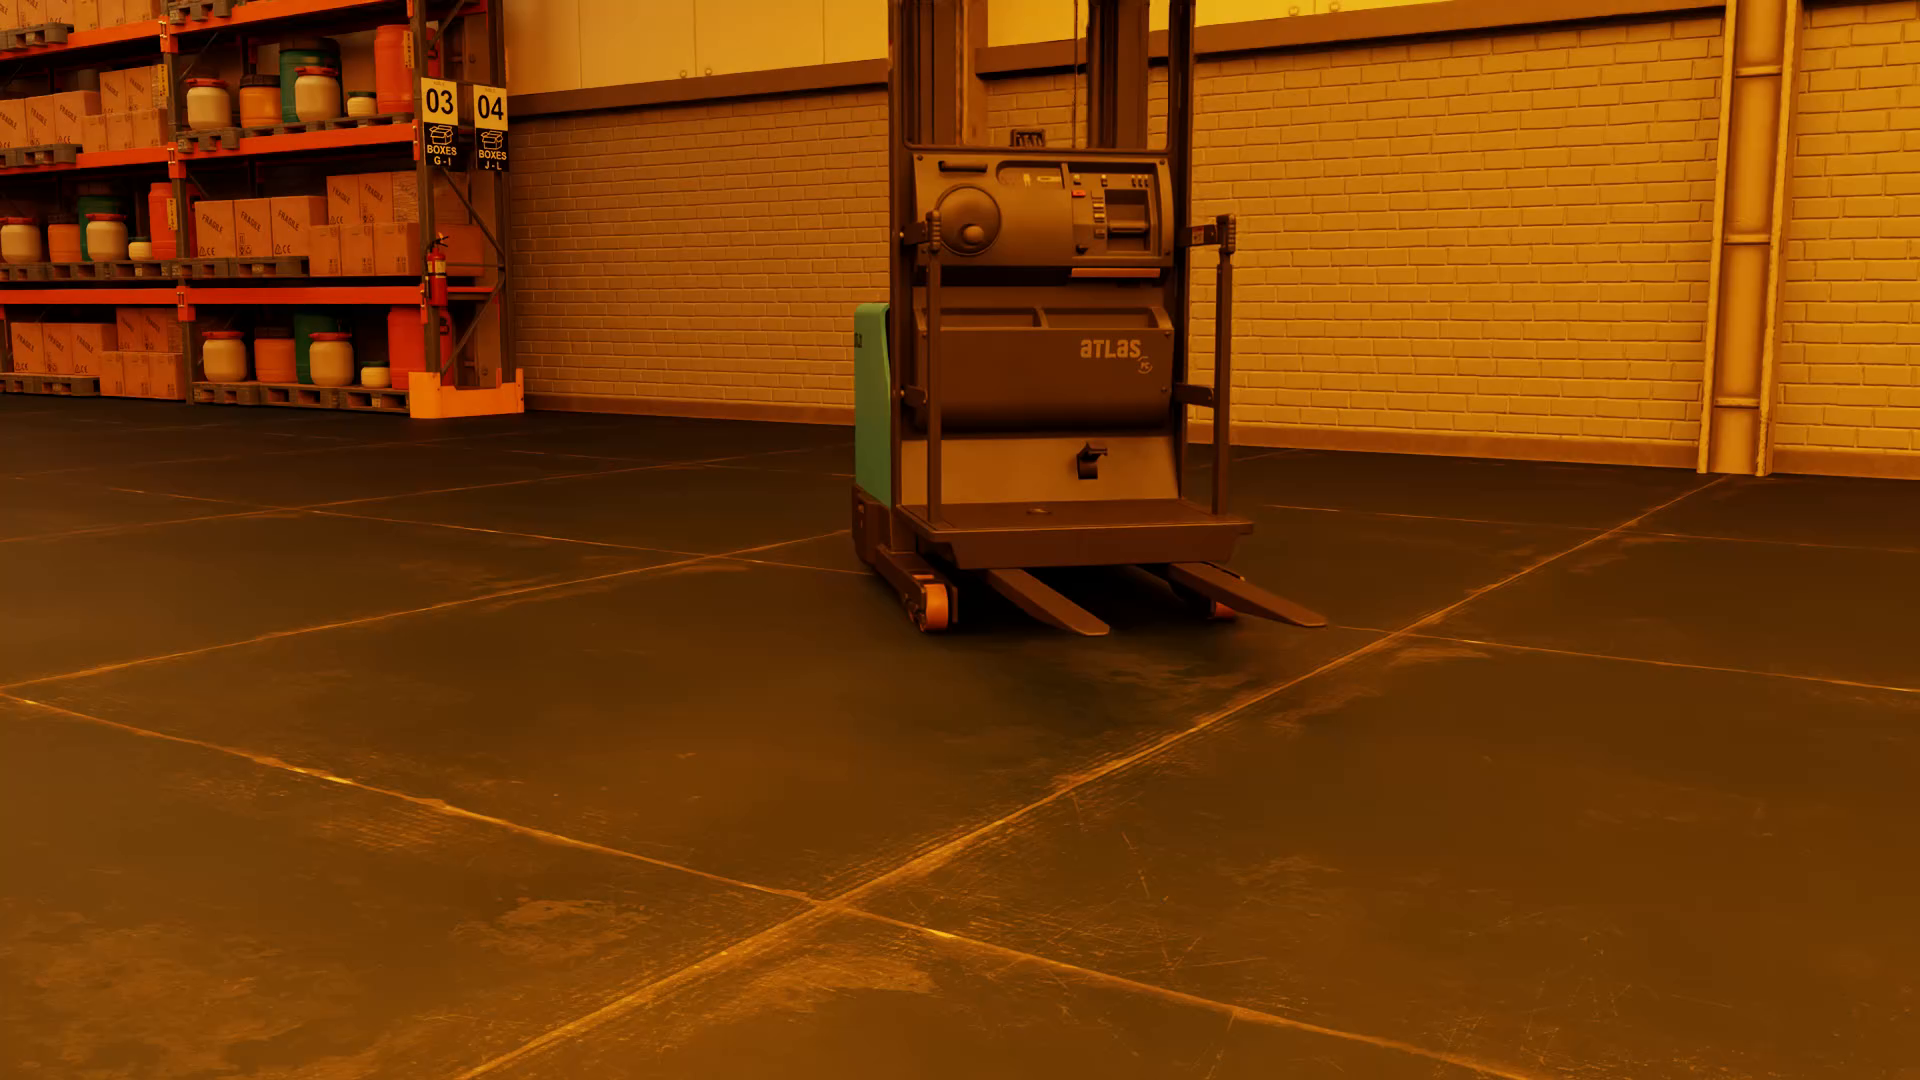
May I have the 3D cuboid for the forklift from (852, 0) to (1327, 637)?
[{"bbox_3d":[0.343,-1.204,5.656,1.130,2.935,3.031,-2,8,-12],"label":"forklift"}]
